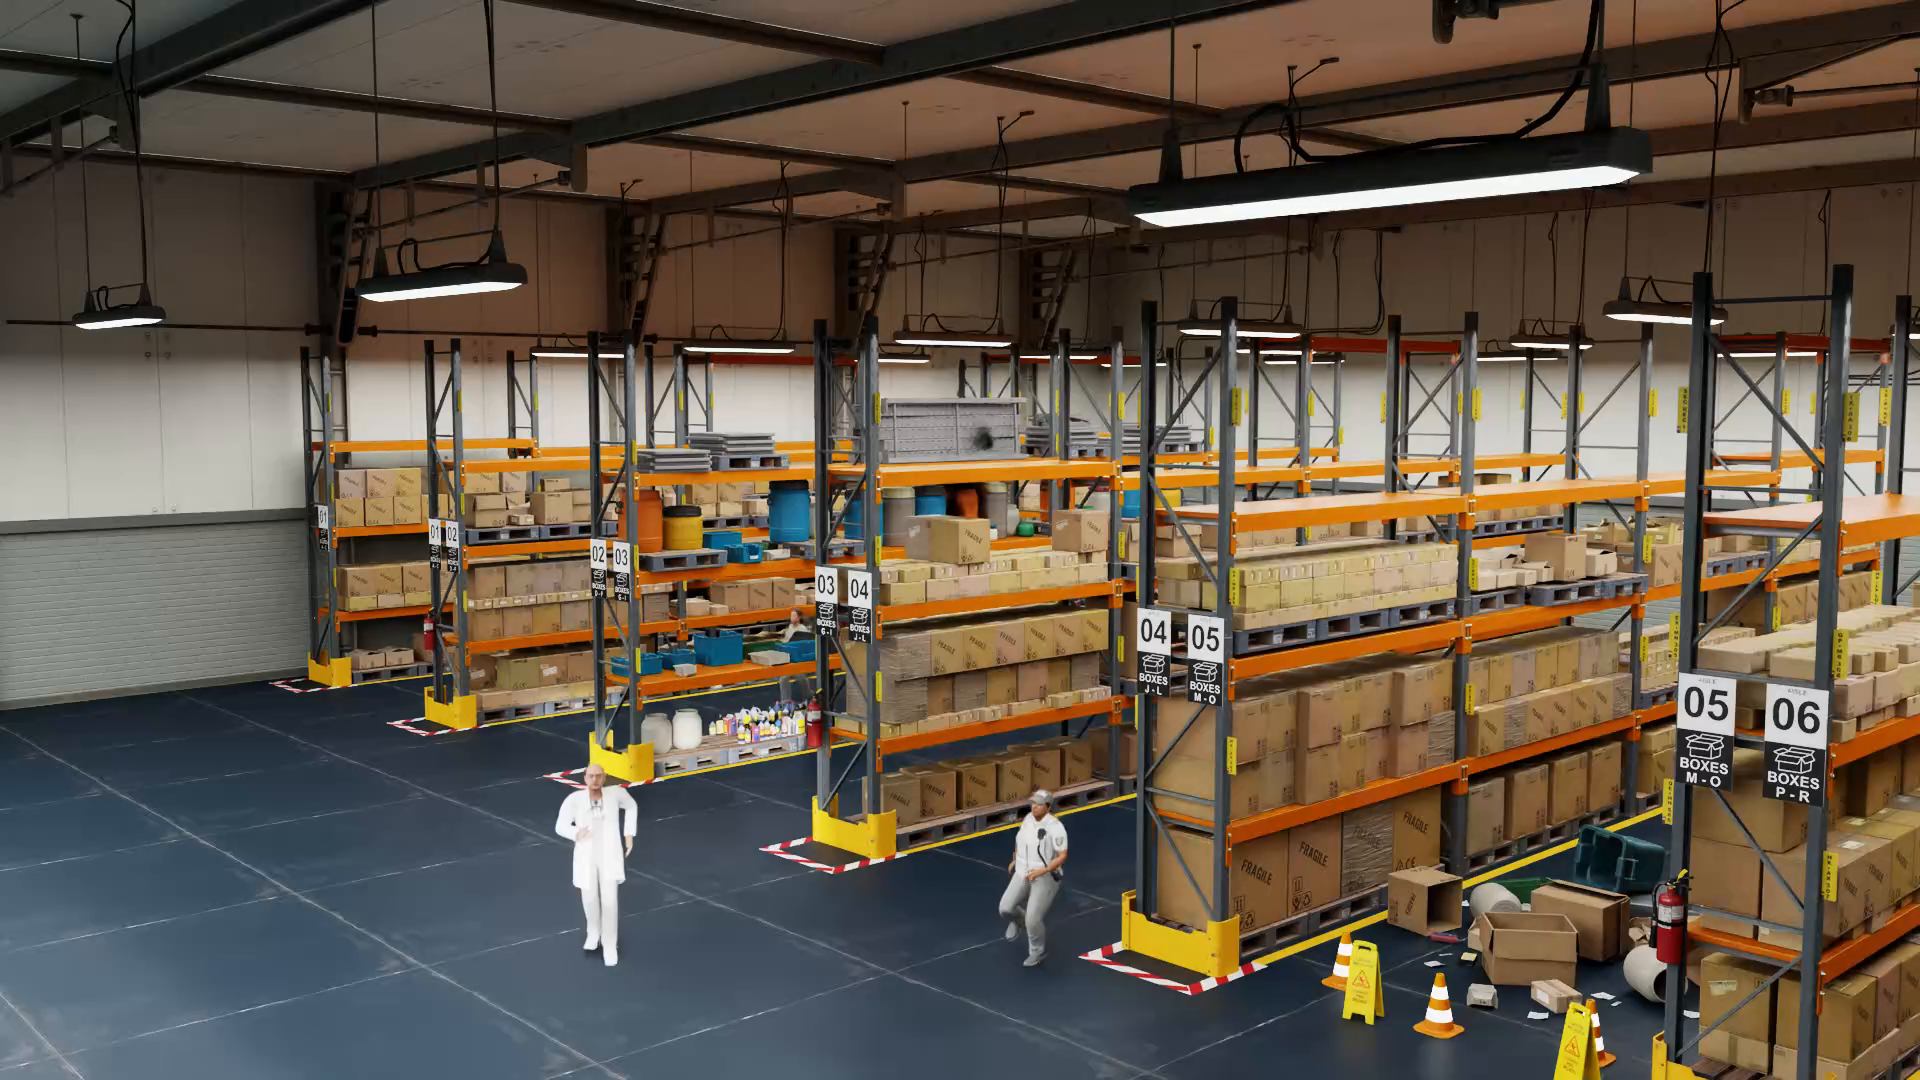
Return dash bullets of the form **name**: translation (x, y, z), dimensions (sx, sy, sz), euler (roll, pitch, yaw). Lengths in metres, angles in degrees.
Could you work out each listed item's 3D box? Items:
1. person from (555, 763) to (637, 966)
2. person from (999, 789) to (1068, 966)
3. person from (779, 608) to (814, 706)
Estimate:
- **person**: translation (-3.317, 2.950, 15.191), dimensions (0.708, 1.857, 0.841), euler (-1, 5, -8)
- **person**: translation (0.643, 3.059, 15.078), dimensions (0.699, 1.609, 0.579), euler (4, 6, 35)
- **person**: translation (-2.639, 1.960, 26.994), dimensions (0.550, 1.727, 0.780), euler (3, 6, 32)
